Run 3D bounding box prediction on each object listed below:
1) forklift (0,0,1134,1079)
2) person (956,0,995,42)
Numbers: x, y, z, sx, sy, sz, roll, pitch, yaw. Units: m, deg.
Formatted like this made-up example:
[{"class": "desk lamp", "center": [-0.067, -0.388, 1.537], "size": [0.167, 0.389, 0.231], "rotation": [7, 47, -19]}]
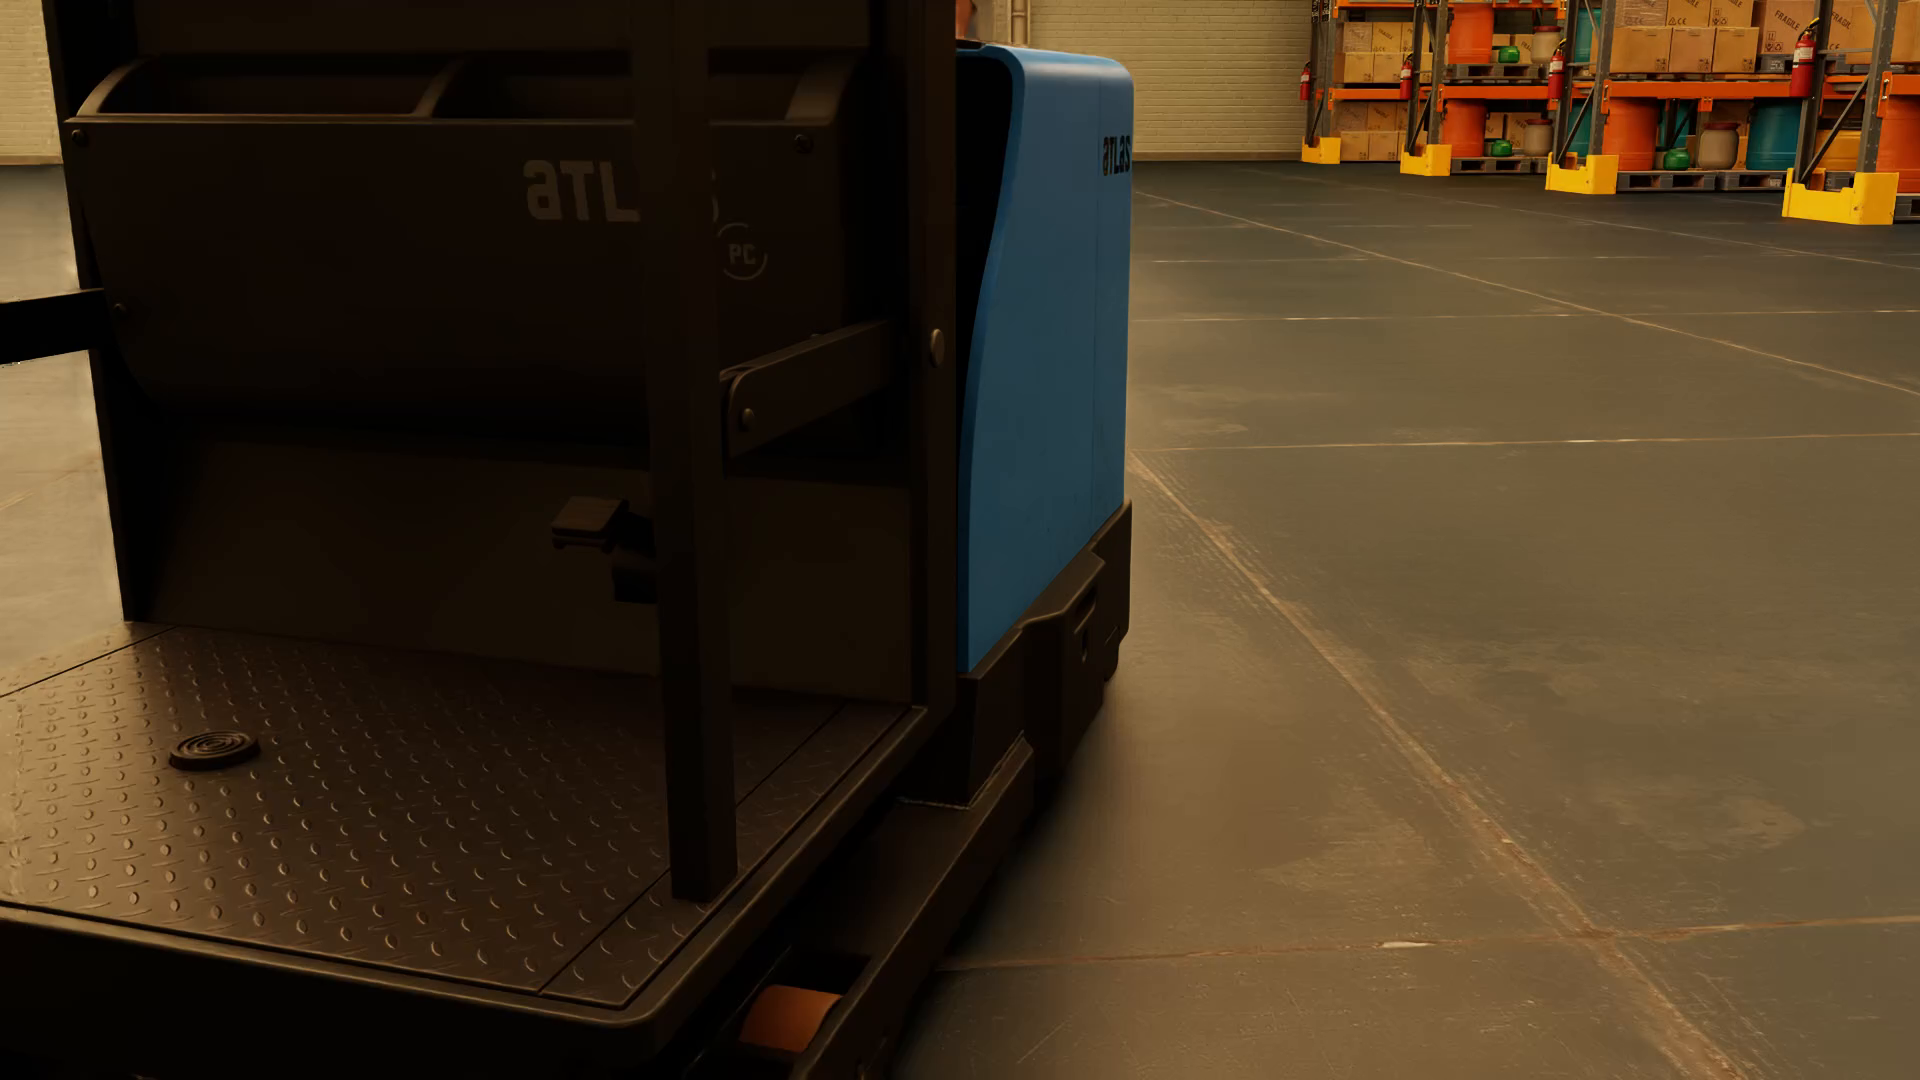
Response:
[{"class": "forklift", "center": [-0.611, -0.877, 1.505], "size": [1.130, 2.935, 3.031], "rotation": [4, 15, 16]}, {"class": "person", "center": [-0.144, -0.827, 3.658], "size": [0.515, 1.663, 0.574], "rotation": [-2, 15, -9]}]
